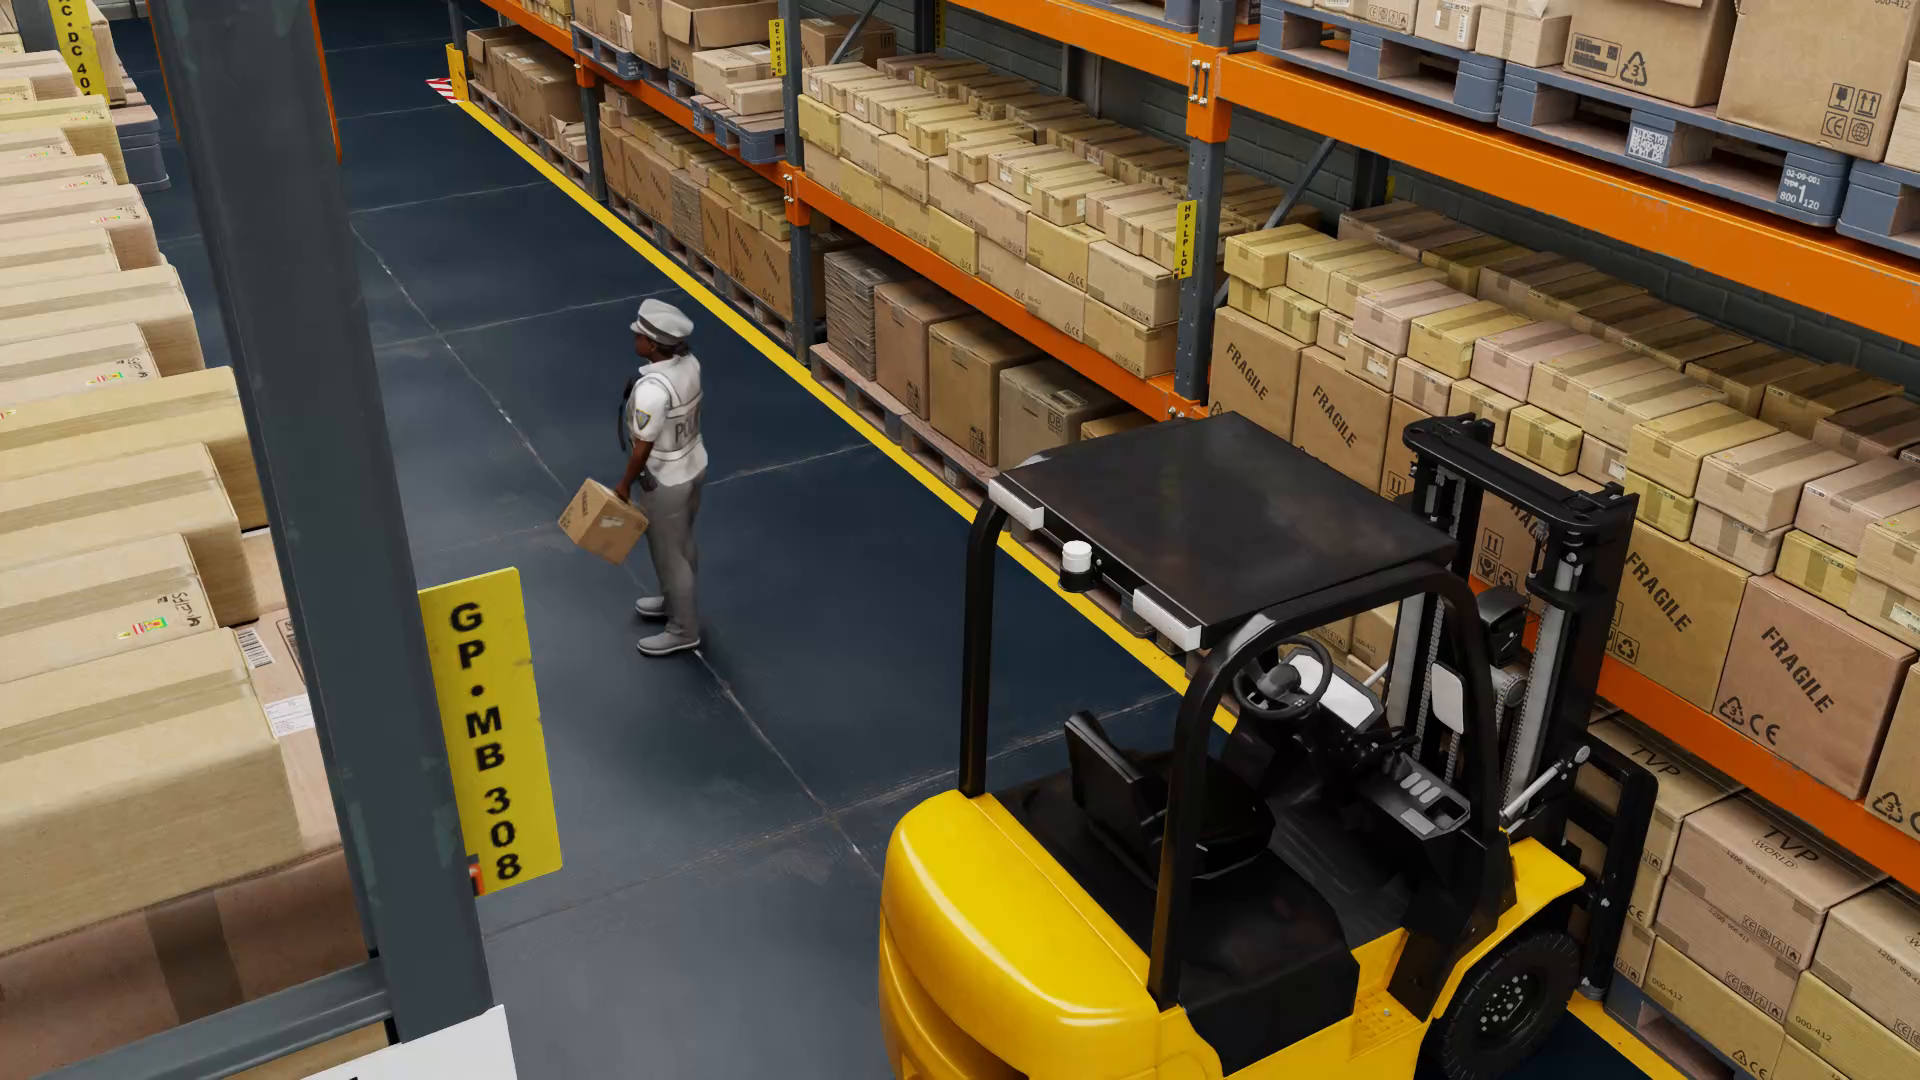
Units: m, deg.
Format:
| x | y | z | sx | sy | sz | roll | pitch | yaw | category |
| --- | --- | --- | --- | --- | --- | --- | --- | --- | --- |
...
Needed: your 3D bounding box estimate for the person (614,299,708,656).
| x | y | z | sx | sy | sz | roll | pitch | yaw | category |
| --- | --- | --- | --- | --- | --- | --- | --- | --- | --- |
| -1.393 | -0.299 | 7.595 | 0.486 | 1.703 | 0.461 | 8 | 30 | 14 | person |
